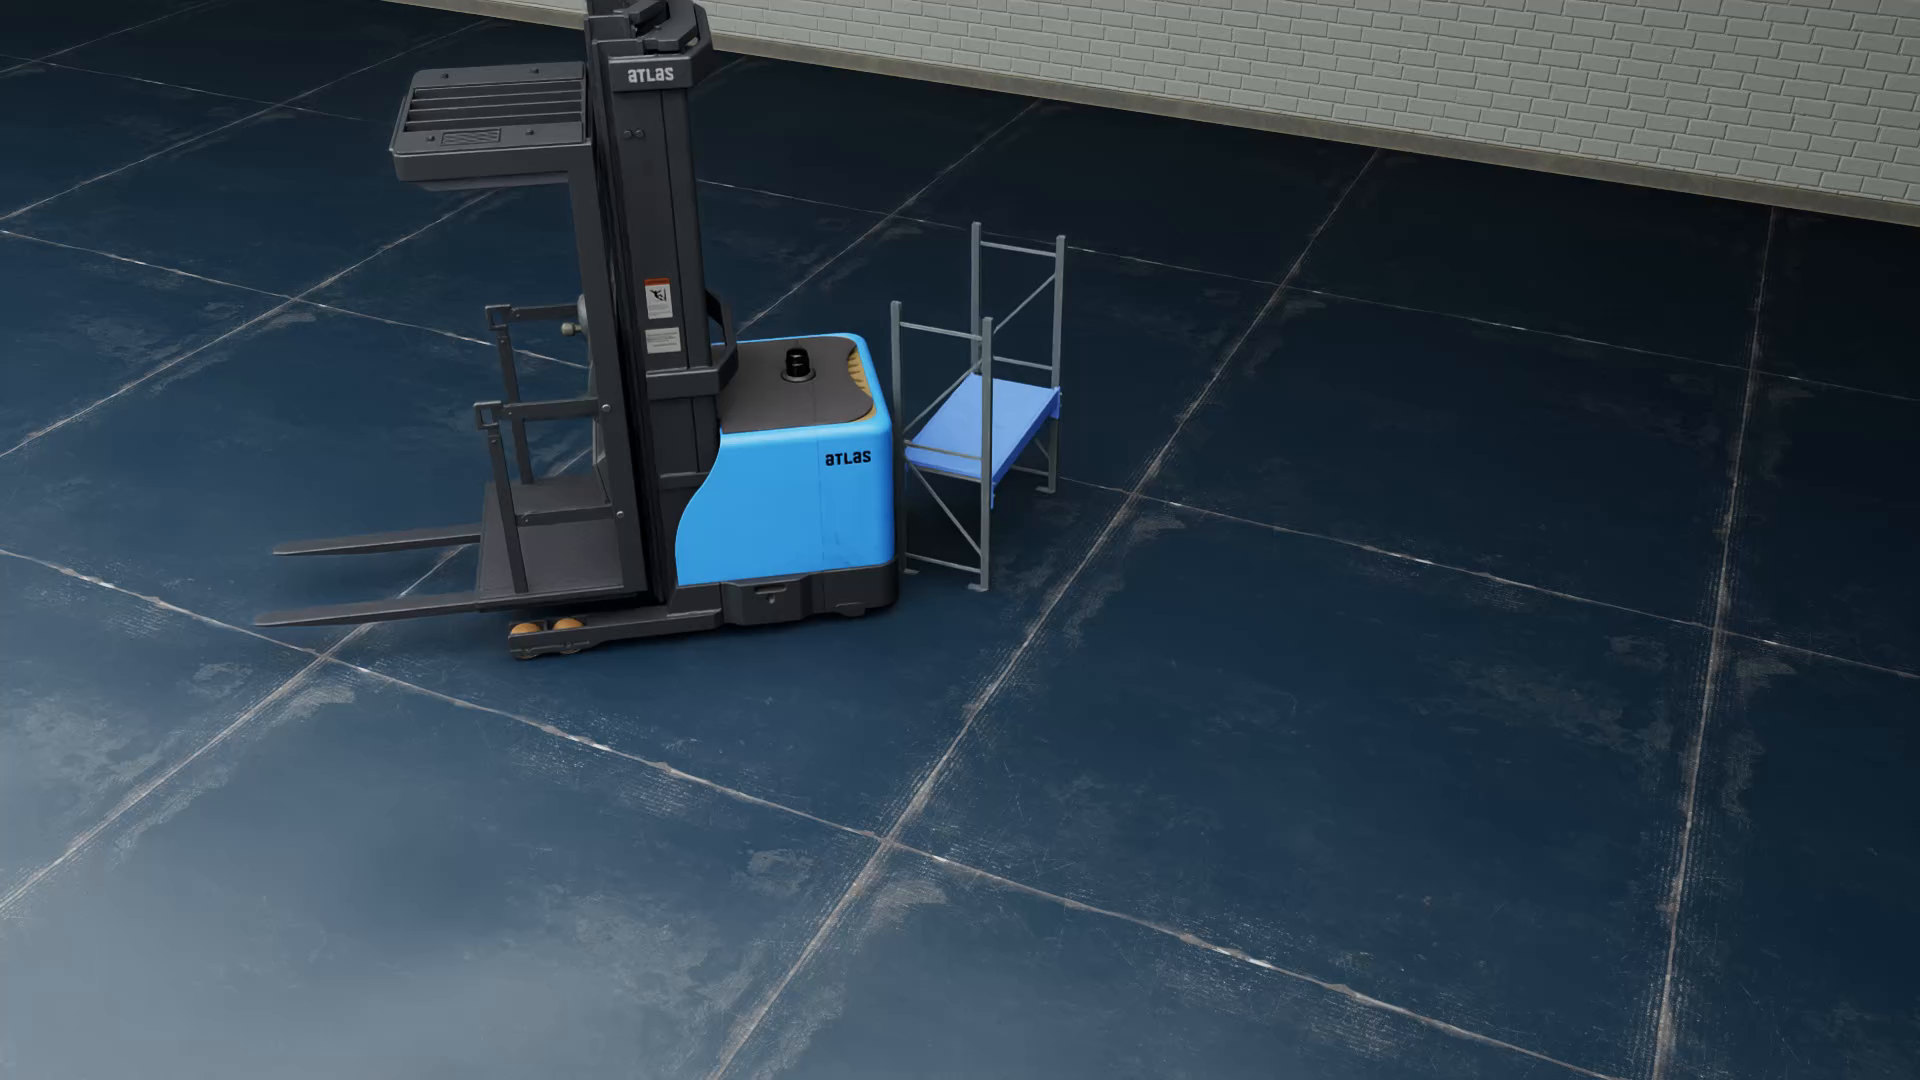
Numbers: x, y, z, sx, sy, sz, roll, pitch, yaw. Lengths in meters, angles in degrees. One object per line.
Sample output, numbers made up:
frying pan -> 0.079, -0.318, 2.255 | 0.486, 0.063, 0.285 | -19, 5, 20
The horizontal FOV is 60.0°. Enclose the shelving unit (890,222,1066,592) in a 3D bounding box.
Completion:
shelving unit -> 0.106, -0.683, 8.424 | 0.538, 1.500, 1.048 | 13, 35, 18

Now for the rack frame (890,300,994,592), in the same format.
rack frame -> -0.084, -0.425, 8.030 | 0.500, 1.500, 0.032 | 13, 35, 18

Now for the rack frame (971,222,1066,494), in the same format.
rack frame -> 0.297, -0.941, 8.818 | 0.500, 1.500, 0.032 | 13, 35, 18

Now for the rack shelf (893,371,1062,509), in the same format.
rack shelf -> 0.106, -0.533, 8.522 | 0.538, 0.185, 1.000 | 13, 35, 18

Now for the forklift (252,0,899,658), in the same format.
forklift -> -1.870, -0.979, 7.570 | 3.031, 2.935, 1.130 | -6, 34, -9
